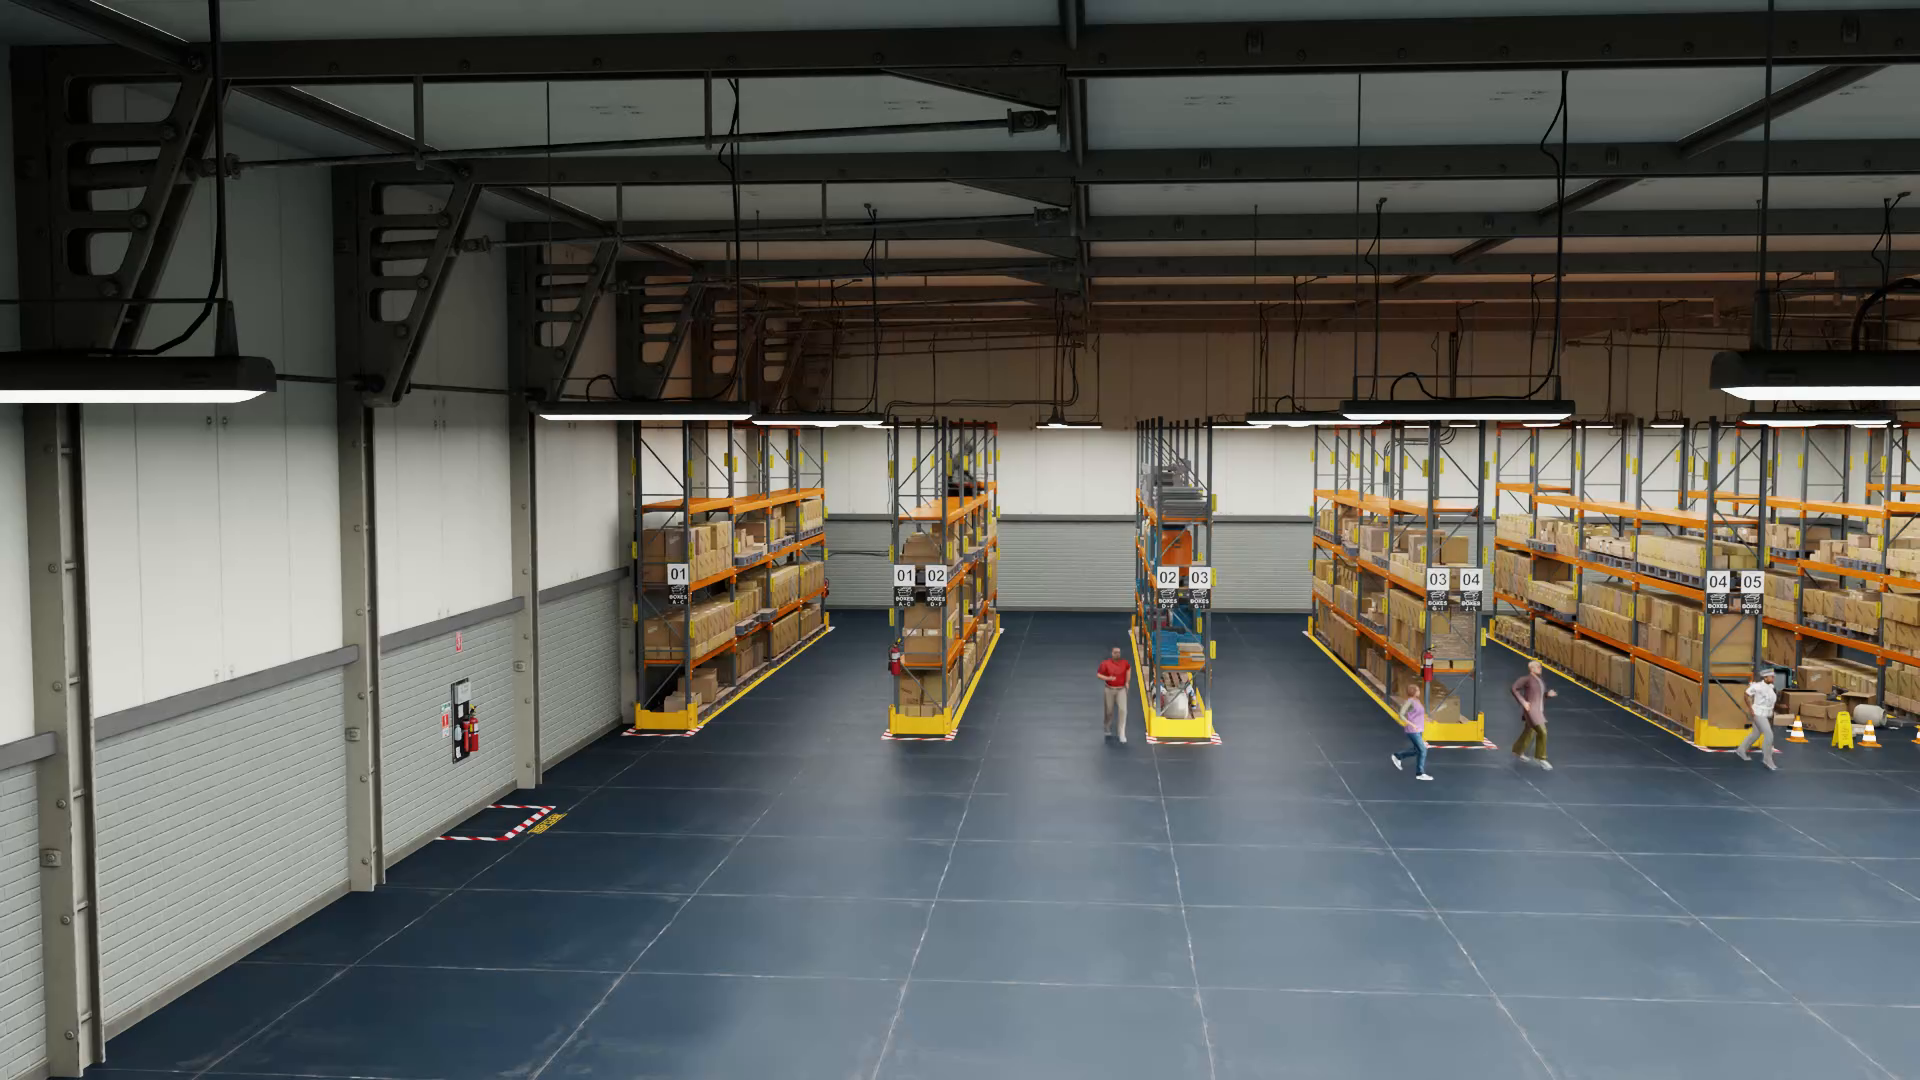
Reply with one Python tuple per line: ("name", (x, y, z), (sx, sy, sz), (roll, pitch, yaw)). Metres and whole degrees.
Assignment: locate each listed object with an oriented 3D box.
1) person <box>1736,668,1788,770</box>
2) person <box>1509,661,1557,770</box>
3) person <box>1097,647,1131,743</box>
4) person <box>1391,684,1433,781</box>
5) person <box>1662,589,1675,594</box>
("person", (13.708, 3.037, 28.460), (0.512, 1.735, 0.854), (-3, 5, -39))
("person", (9.772, 2.978, 28.398), (0.816, 1.820, 0.695), (3, 5, 41))
("person", (2.876, 2.852, 30.942), (0.682, 1.762, 0.920), (0, 4, -6))
("person", (7.441, 3.150, 27.390), (0.743, 1.561, 0.547), (3, 5, 37))
("person", (20.158, 1.794, 47.243), (0.667, 1.687, 0.809), (1, 4, 19))
